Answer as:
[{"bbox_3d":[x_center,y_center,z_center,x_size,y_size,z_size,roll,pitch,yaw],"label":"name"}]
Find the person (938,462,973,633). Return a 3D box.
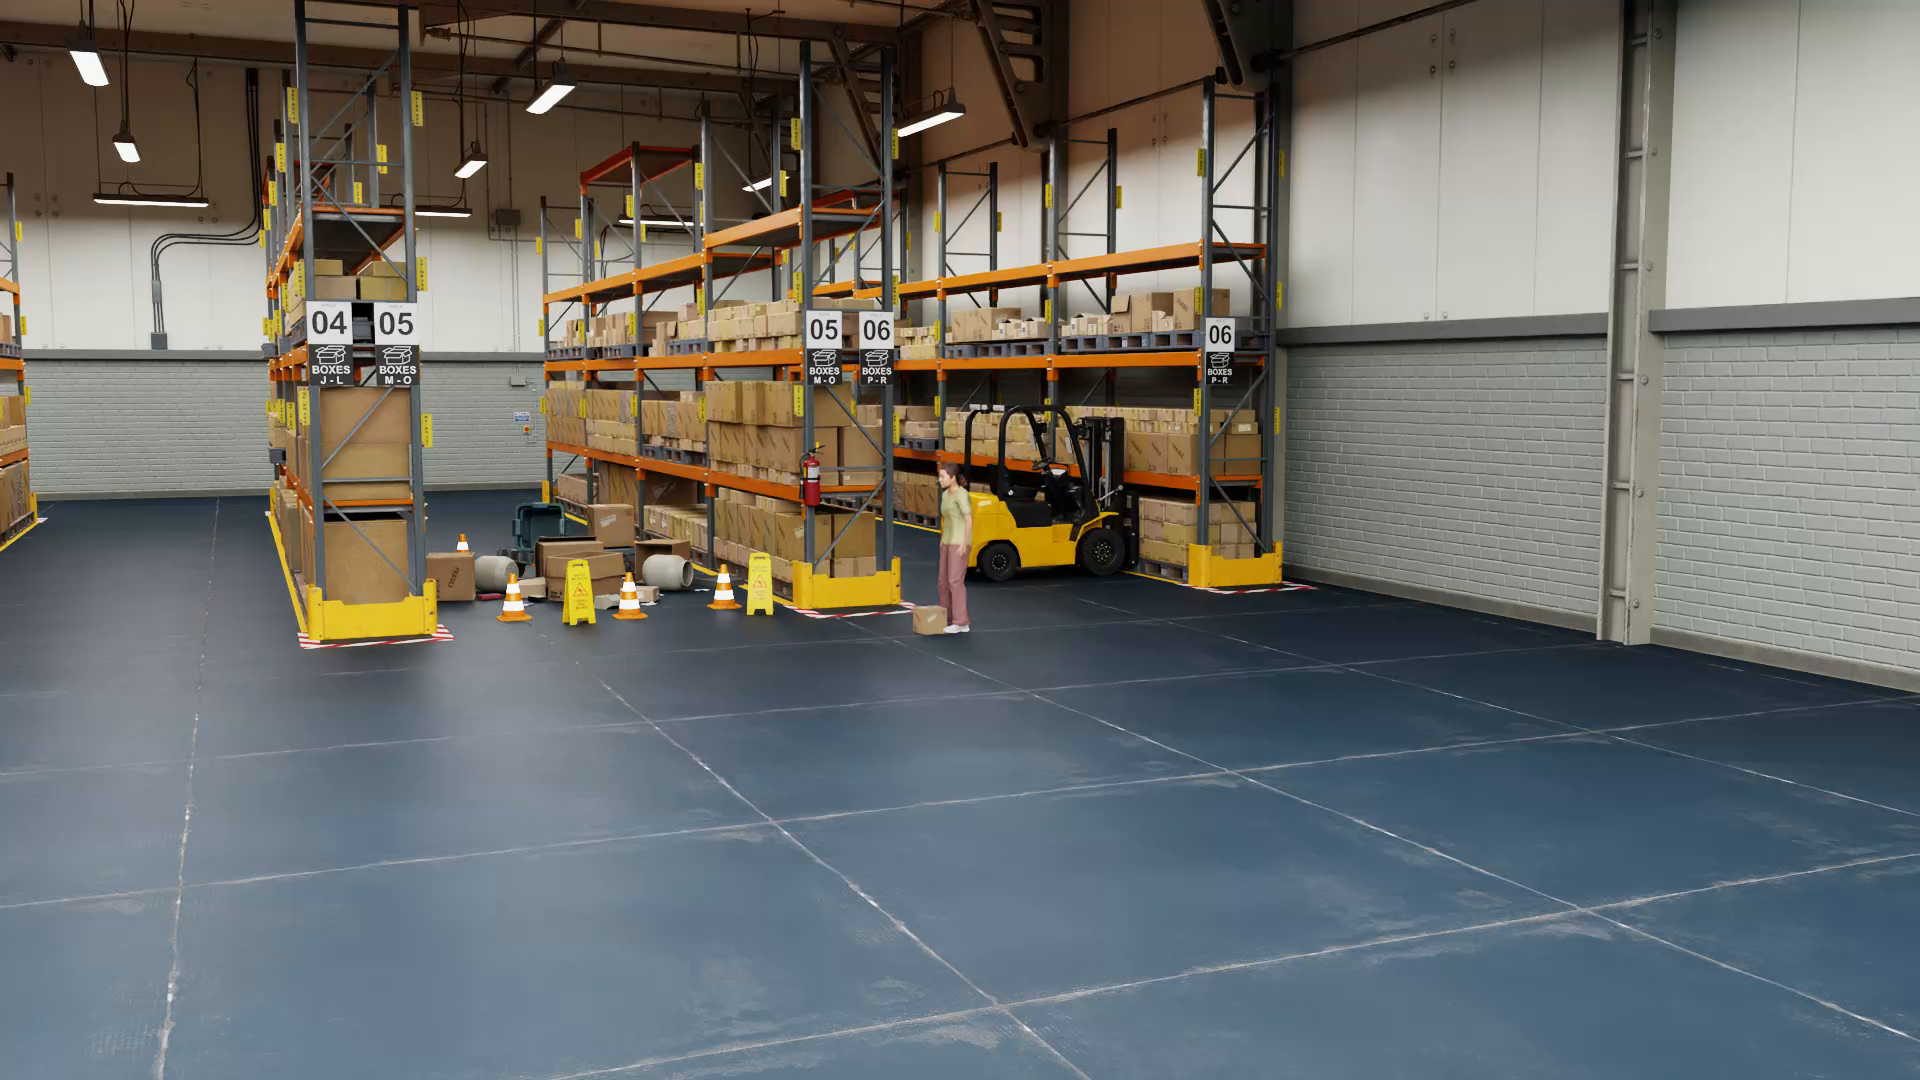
[{"bbox_3d":[-0.064,0.065,16.295,0.357,1.671,0.506,-3,6,-26],"label":"person"}]
